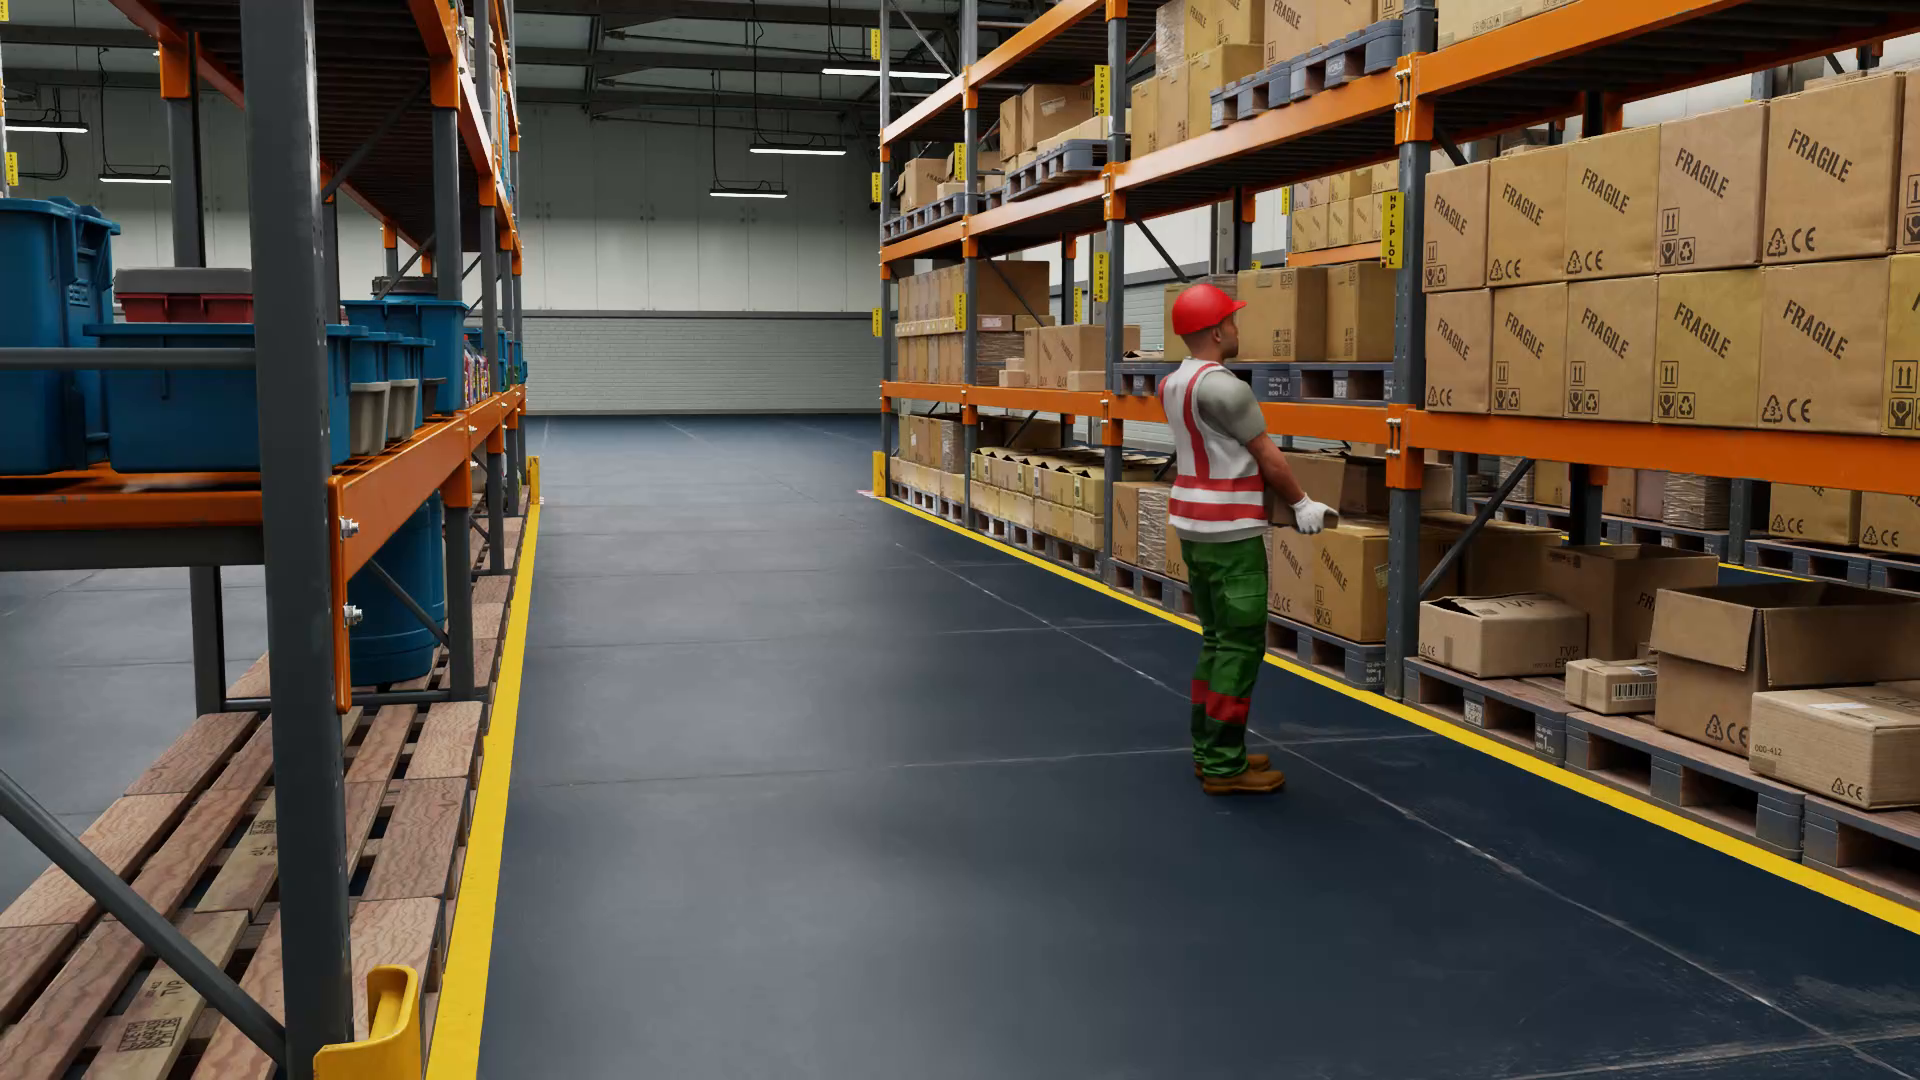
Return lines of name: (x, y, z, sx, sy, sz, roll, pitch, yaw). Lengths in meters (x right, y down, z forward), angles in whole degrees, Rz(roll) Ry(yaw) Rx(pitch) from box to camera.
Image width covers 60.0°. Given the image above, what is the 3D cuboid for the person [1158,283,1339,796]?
person: (1.020, -0.013, 5.933, 0.573, 1.782, 0.494, -1, 6, -14)
